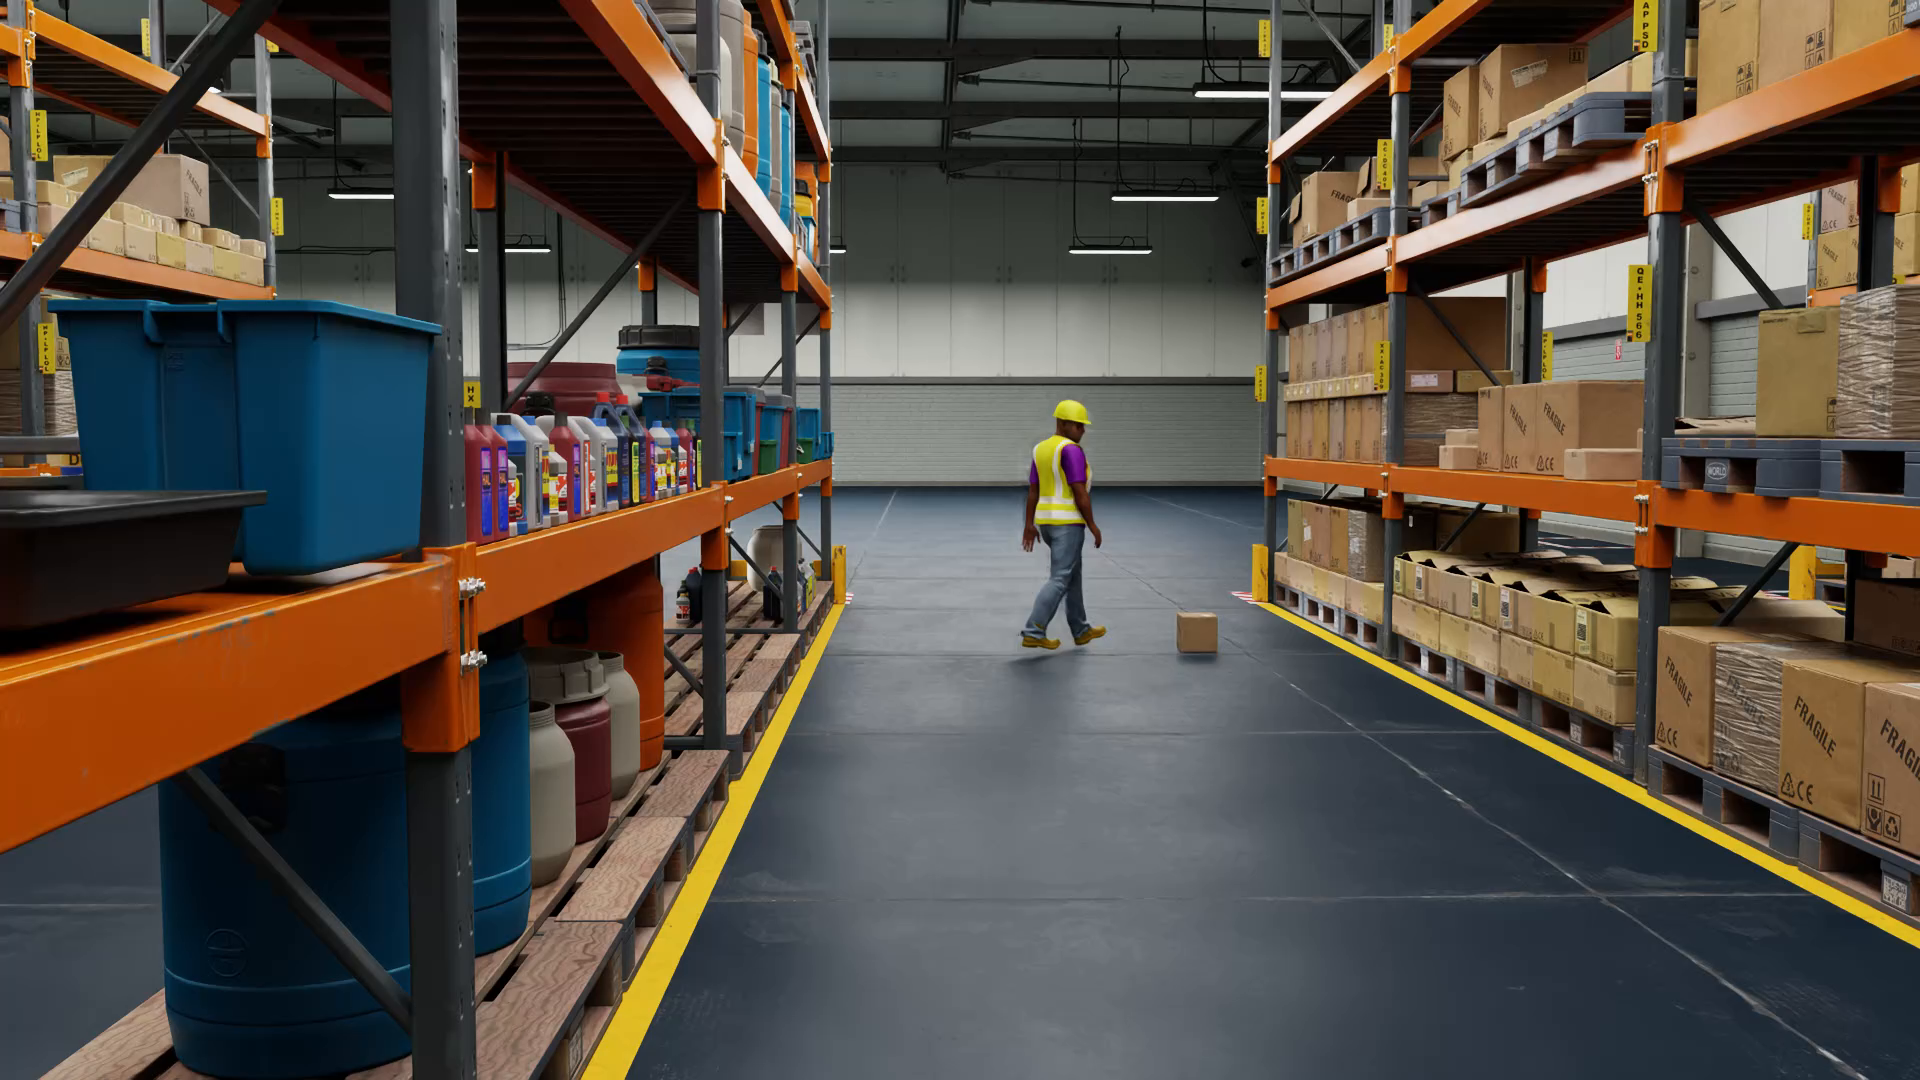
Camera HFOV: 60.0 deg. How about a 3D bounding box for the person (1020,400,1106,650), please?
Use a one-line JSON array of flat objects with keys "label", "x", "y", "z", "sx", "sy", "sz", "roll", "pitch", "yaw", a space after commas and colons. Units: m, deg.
[{"label": "person", "x": 0.762, "y": -0.104, "z": 11.604, "sx": 0.894, "sy": 1.742, "sz": 0.600, "roll": -2, "pitch": 4, "yaw": -27}]
